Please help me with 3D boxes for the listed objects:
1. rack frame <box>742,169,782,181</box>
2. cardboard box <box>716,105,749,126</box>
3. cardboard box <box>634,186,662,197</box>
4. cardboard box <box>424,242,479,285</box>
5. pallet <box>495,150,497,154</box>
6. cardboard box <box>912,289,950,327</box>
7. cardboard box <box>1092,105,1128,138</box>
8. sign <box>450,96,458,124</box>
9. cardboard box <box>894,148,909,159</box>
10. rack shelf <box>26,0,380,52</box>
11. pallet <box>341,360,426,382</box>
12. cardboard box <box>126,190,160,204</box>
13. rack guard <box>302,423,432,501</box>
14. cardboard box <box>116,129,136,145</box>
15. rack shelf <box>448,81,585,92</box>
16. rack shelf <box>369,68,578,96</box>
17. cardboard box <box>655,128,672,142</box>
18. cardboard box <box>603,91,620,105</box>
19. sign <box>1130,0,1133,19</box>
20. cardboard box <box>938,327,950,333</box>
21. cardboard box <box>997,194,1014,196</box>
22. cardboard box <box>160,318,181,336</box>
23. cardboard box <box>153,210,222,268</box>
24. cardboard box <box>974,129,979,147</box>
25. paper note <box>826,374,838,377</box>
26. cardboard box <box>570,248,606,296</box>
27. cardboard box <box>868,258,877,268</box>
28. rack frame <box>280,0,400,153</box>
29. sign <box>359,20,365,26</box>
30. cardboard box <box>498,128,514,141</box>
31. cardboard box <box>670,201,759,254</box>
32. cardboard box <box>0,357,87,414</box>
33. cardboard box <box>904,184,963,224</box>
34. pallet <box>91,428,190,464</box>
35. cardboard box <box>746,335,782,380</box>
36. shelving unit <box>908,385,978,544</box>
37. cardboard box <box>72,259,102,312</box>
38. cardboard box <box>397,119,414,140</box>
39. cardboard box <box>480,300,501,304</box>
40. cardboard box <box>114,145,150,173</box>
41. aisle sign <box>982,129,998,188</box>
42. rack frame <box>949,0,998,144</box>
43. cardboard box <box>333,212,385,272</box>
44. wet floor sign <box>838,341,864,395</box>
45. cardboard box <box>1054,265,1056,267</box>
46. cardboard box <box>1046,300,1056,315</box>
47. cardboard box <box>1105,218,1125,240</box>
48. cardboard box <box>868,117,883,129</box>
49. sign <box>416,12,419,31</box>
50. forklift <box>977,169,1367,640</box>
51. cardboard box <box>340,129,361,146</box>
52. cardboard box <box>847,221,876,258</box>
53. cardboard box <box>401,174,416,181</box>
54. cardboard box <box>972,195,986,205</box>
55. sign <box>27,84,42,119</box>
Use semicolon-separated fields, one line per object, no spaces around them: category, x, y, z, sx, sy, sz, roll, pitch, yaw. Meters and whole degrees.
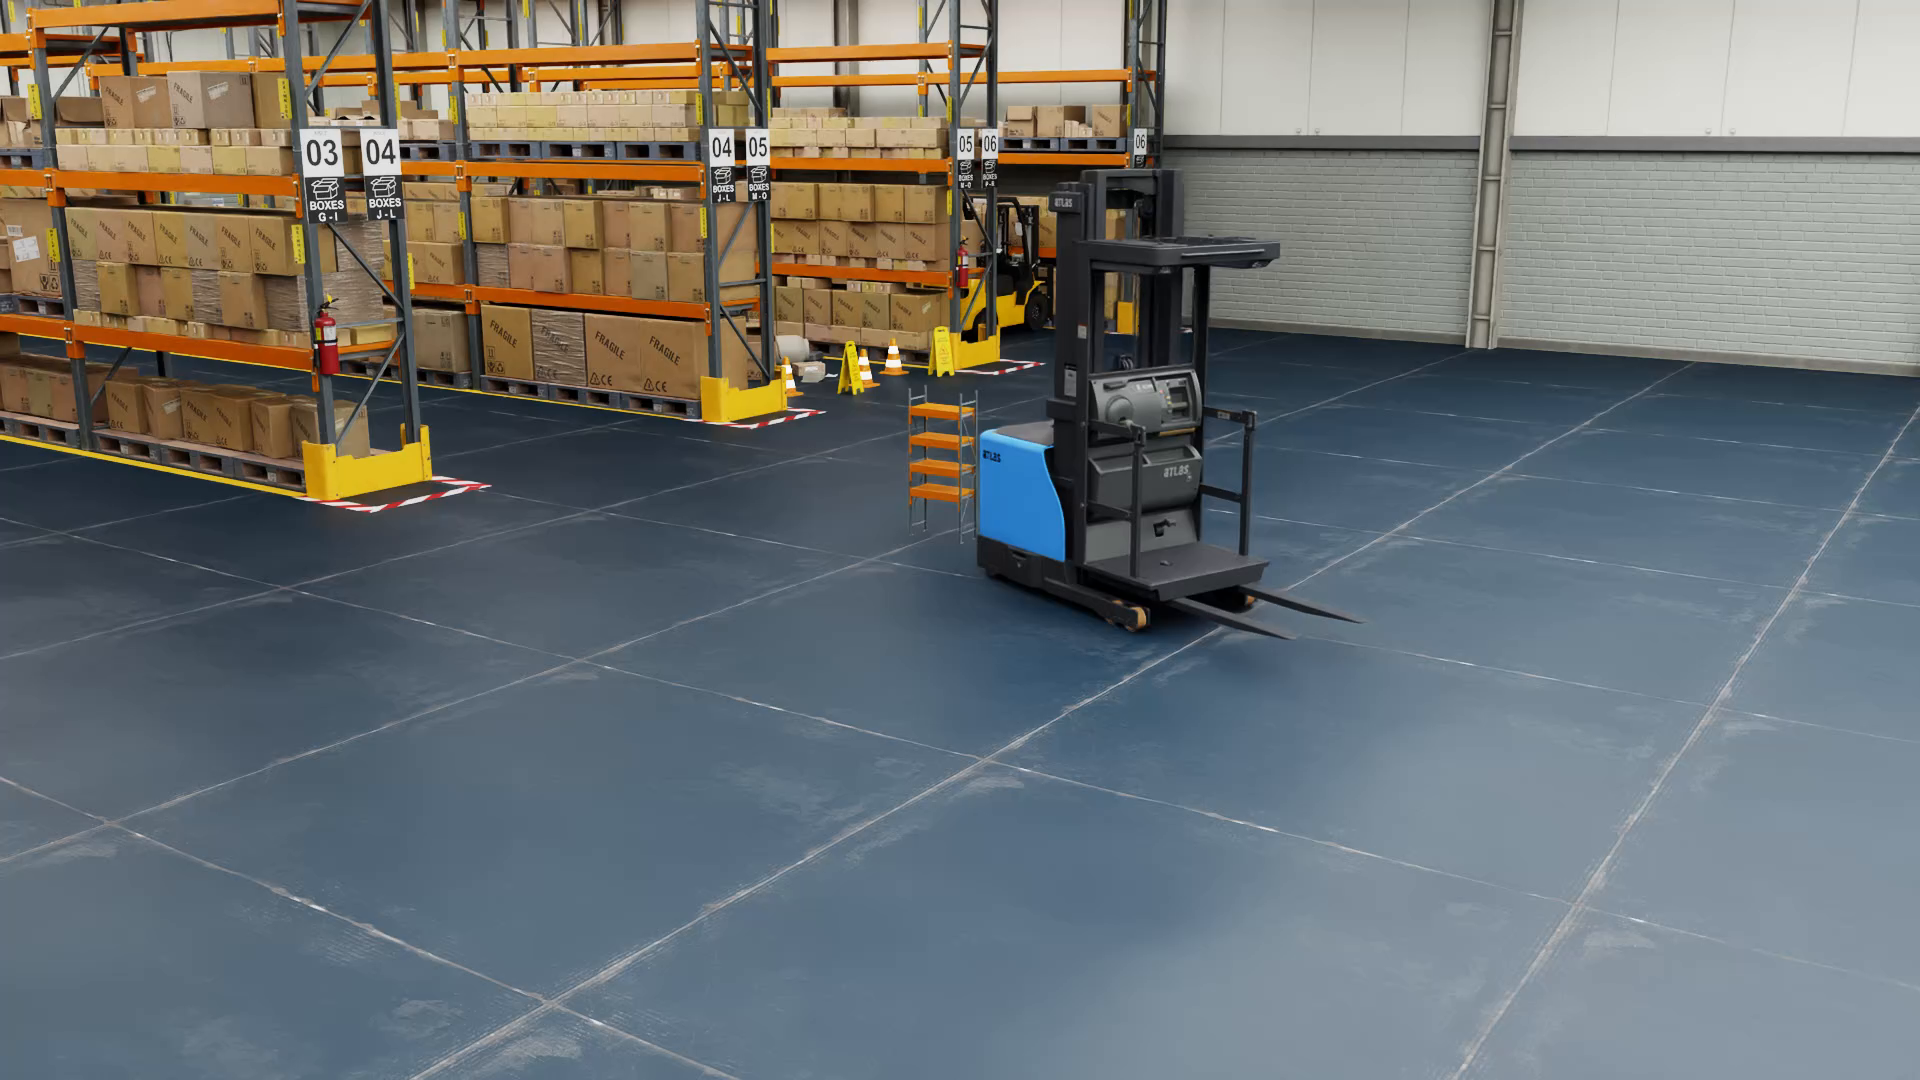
rack frame;-3.685;-5.967;31.186;0.127;3.000;1.000;9;17;33
cardboard box;-2.750;-4.799;18.837;0.500;0.250;0.500;9;17;33
cardboard box;-4.937;-5.525;26.350;0.250;0.149;0.380;8;16;30
cardboard box;-6.394;-3.505;21.032;0.500;0.500;0.500;9;17;32
pallet;-7.016;-6.417;27.154;1.003;0.211;1.213;10;17;35
cardboard box;-0.349;-3.304;23.713;0.500;0.500;0.500;9;16;31
cardboard box;2.450;-6.662;26.460;0.500;0.500;0.500;10;17;35
sign;-6.106;-5.190;20.074;0.005;0.325;0.100;9;17;33
cardboard box;-0.692;-5.299;22.769;0.250;0.149;0.380;10;17;34
rack shelf;-7.004;-4.758;15.319;4.000;0.370;1.077;9;17;33
pallet;-7.510;-2.338;22.329;1.213;0.211;1.003;9;17;33
cardboard box;-12.688;-5.300;25.583;0.500;0.500;0.500;10;17;34
rack guard;-5.408;-0.725;15.211;0.348;0.500;1.175;9;17;33
cardboard box;-7.694;-3.796;15.656;0.250;0.149;0.380;9;16;32
rack shelf;-8.663;-9.333;33.802;4.000;0.370;1.077;9;17;33
rack shelf;-8.111;-7.614;27.683;4.000;0.370;1.077;9;17;33
cardboard box;-3.166;-4.501;18.461;0.250;0.149;0.380;9;17;33
cardboard box;-3.803;-4.991;18.781;0.250;0.149;0.380;9;17;33
sign;2.639;-8.192;25.580;0.005;0.325;0.100;9;17;33
cardboard box;-0.329;-2.936;23.791;0.500;0.250;0.500;9;17;32
cardboard box;0.723;-5.860;28.576;0.250;0.149;0.380;9;16;32
cardboard box;-7.401;-2.055;15.906;0.250;0.149;0.380;9;17;33
cardboard box;-7.181;-2.833;15.617;0.500;0.500;0.500;9;17;33
cardboard box;-0.082;-5.552;22.960;0.500;0.250;0.500;9;16;32
paper note;-1.709;-2.193;22.117;0.142;0.019;0.148;3;14;14
cardboard box;-4.152;-3.249;19.895;0.500;0.550;0.875;9;17;33
cardboard box;-1.081;-3.931;23.483;0.250;0.149;0.380;9;17;34
rack frame;-5.344;-4.840;14.148;0.127;3.000;1.000;9;17;33
sign;-10.101;-8.848;28.067;0.005;0.325;0.100;9;17;33
cardboard box;-5.277;-4.842;19.838;0.250;0.149;0.380;9;17;33
cardboard box;-2.779;-3.558;18.894;0.550;0.550;0.875;9;17;33
cardboard box;-10.011;-1.694;18.210;0.500;0.500;0.700;8;16;28
cardboard box;-0.359;-4.607;22.784;0.500;0.500;0.700;9;16;31
pallet;-8.087;-1.028;17.036;1.213;0.211;1.003;9;17;33
cardboard box;-2.684;-2.423;22.064;0.637;0.503;0.797;-1;14;-6
shelving unit;-0.137;-0.605;13.269;0.503;1.200;0.258;9;17;33
cardboard box;-8.325;-2.585;16.695;0.500;0.500;0.875;9;17;33
cardboard box;-6.959;-5.197;21.064;0.500;0.250;0.500;9;17;32
cardboard box;-7.716;-4.379;28.318;0.875;0.875;0.875;9;17;33
cardboard box;-7.585;-3.598;15.684;0.500;0.250;0.500;8;16;31
aisle sign;0.411;-5.219;22.755;0.004;0.787;0.394;9;17;33
rack frame;0.186;-6.816;22.131;0.127;3.000;1.000;9;17;33
cardboard box;-5.649;-2.734;15.219;0.500;0.500;0.500;9;17;33
wet floor sign;-1.363;-2.152;20.672;0.232;0.644;0.267;6;15;23
cardboard box;1.835;-4.486;27.972;0.500;0.250;0.500;9;17;32
cardboard box;1.570;-3.901;27.687;0.500;0.250;0.500;9;17;33
cardboard box;2.399;-4.956;26.895;0.500;0.500;0.500;9;16;32
cardboard box;-1.054;-5.763;22.982;0.250;0.149;0.380;9;17;33
sign;-9.478;-9.027;28.953;0.005;0.325;0.100;9;17;33
forklift;1.389;-0.953;11.074;1.130;2.935;3.031;-10;17;-34
cardboard box;-5.444;-3.588;14.814;0.250;0.149;0.380;9;17;32
cardboard box;-1.244;-4.251;23.425;0.500;0.500;0.500;9;17;33
cardboard box;-9.888;-6.456;29.522;0.250;0.149;0.380;9;16;32
cardboard box;0.374;-5.732;28.059;0.250;0.149;0.380;10;17;34
sign;-8.970;-4.252;16.117;0.005;0.325;0.100;9;17;33
